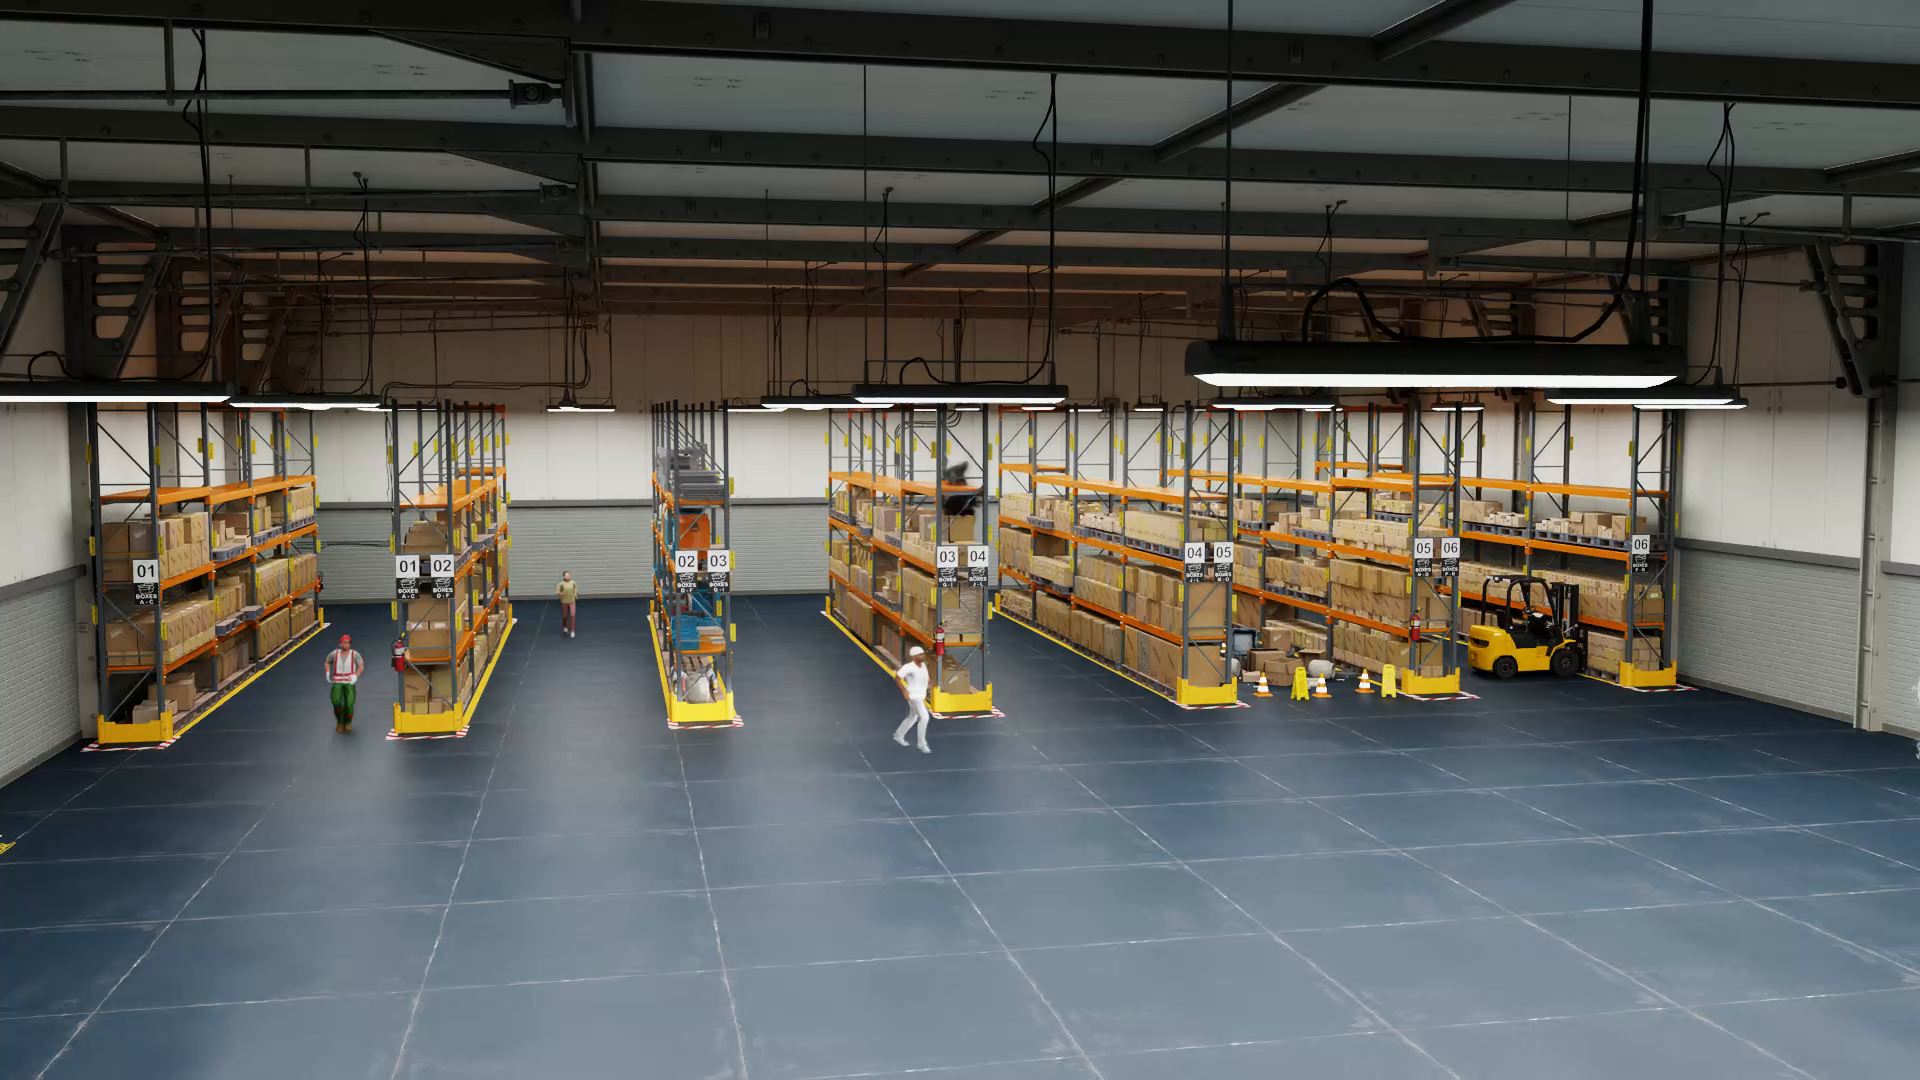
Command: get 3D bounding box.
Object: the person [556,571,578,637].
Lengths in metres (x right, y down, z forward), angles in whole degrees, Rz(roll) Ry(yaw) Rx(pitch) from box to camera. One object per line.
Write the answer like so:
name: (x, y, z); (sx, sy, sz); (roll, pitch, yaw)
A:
person: (-10.135, 1.630, 42.935); (0.572, 1.678, 0.965); (-2, 5, -22)

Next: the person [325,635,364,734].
person: (-11.068, 2.587, 29.892); (0.674, 1.762, 0.627); (-1, 4, -16)

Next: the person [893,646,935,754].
person: (-0.783, 2.704, 28.332); (0.783, 1.817, 0.685); (2, 5, 24)
